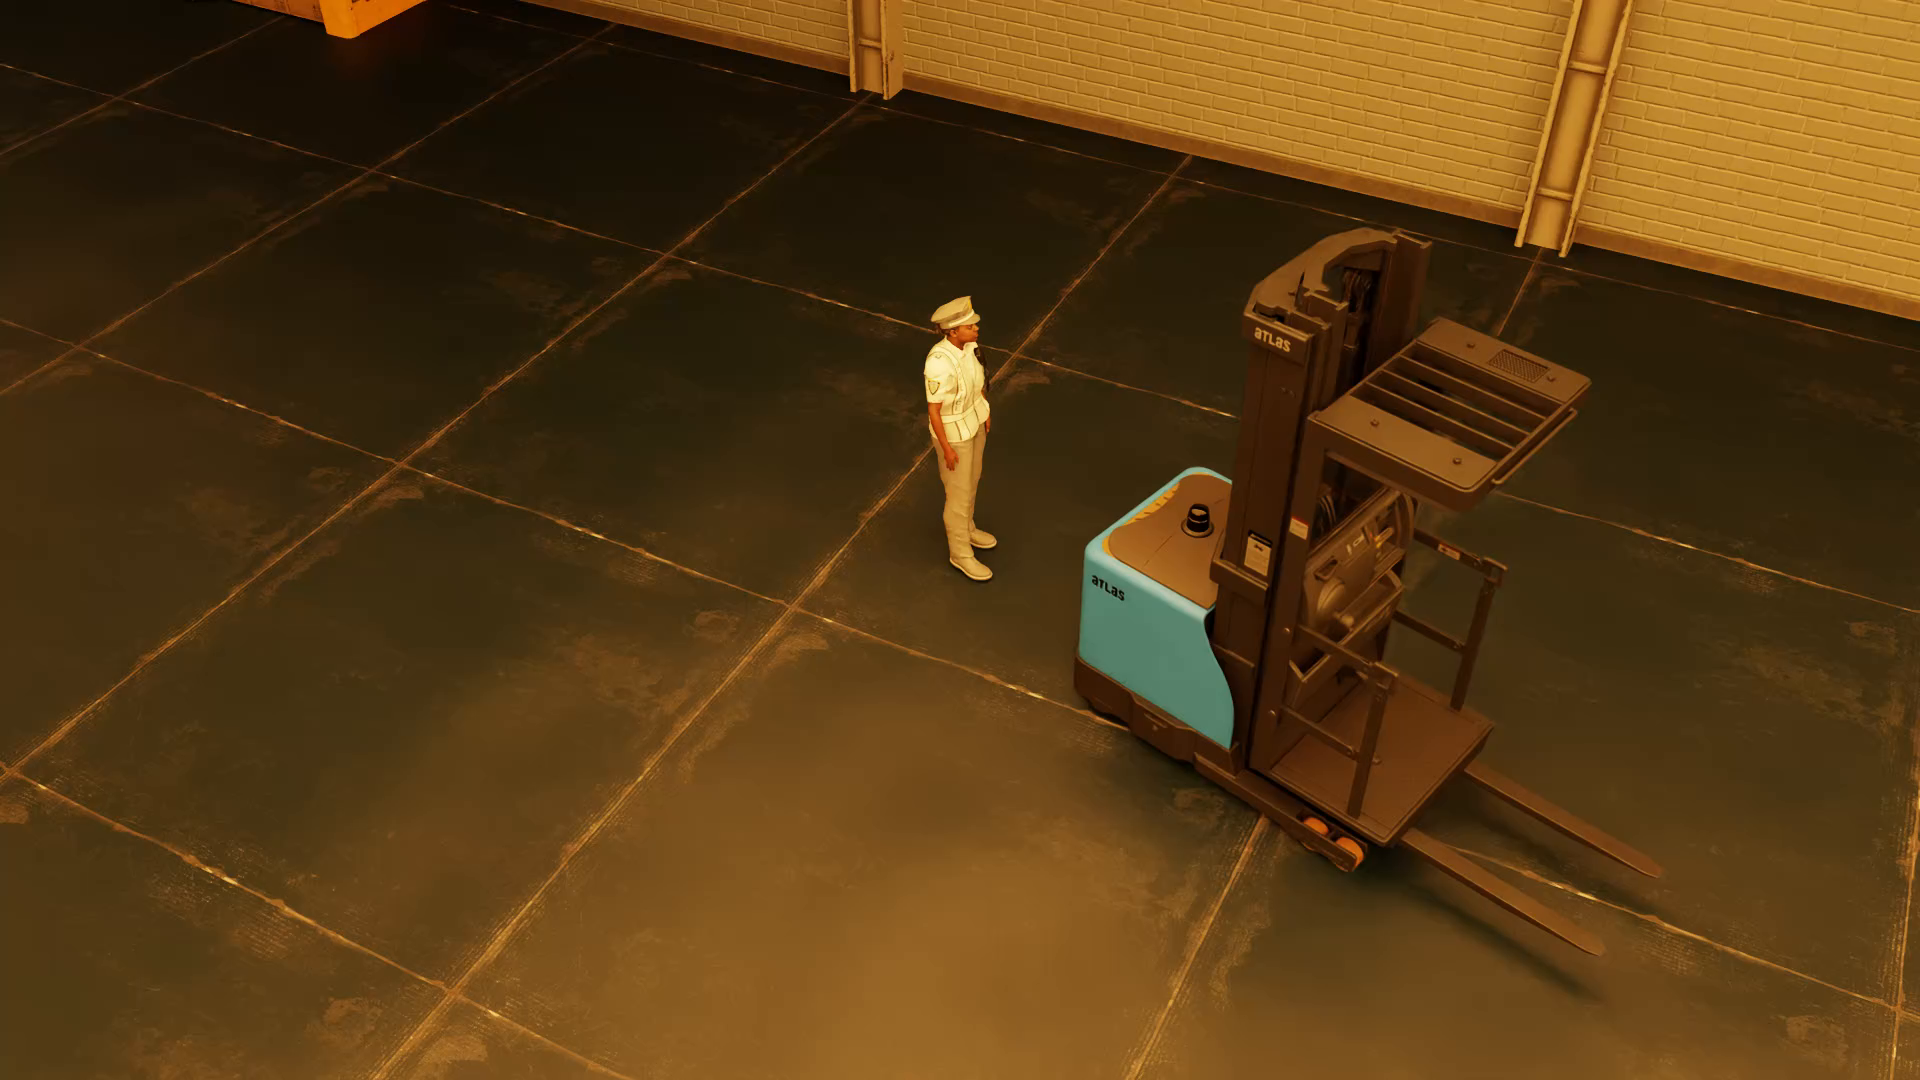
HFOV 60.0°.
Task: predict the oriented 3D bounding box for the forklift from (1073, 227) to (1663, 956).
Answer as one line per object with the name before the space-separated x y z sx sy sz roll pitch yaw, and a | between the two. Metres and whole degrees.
forklift | 2.054 0.145 7.815 3.031 2.935 1.130 31 49 31

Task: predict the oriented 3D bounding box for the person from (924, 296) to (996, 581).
person | 0.058 -0.620 9.672 0.528 1.694 0.570 18 43 21
